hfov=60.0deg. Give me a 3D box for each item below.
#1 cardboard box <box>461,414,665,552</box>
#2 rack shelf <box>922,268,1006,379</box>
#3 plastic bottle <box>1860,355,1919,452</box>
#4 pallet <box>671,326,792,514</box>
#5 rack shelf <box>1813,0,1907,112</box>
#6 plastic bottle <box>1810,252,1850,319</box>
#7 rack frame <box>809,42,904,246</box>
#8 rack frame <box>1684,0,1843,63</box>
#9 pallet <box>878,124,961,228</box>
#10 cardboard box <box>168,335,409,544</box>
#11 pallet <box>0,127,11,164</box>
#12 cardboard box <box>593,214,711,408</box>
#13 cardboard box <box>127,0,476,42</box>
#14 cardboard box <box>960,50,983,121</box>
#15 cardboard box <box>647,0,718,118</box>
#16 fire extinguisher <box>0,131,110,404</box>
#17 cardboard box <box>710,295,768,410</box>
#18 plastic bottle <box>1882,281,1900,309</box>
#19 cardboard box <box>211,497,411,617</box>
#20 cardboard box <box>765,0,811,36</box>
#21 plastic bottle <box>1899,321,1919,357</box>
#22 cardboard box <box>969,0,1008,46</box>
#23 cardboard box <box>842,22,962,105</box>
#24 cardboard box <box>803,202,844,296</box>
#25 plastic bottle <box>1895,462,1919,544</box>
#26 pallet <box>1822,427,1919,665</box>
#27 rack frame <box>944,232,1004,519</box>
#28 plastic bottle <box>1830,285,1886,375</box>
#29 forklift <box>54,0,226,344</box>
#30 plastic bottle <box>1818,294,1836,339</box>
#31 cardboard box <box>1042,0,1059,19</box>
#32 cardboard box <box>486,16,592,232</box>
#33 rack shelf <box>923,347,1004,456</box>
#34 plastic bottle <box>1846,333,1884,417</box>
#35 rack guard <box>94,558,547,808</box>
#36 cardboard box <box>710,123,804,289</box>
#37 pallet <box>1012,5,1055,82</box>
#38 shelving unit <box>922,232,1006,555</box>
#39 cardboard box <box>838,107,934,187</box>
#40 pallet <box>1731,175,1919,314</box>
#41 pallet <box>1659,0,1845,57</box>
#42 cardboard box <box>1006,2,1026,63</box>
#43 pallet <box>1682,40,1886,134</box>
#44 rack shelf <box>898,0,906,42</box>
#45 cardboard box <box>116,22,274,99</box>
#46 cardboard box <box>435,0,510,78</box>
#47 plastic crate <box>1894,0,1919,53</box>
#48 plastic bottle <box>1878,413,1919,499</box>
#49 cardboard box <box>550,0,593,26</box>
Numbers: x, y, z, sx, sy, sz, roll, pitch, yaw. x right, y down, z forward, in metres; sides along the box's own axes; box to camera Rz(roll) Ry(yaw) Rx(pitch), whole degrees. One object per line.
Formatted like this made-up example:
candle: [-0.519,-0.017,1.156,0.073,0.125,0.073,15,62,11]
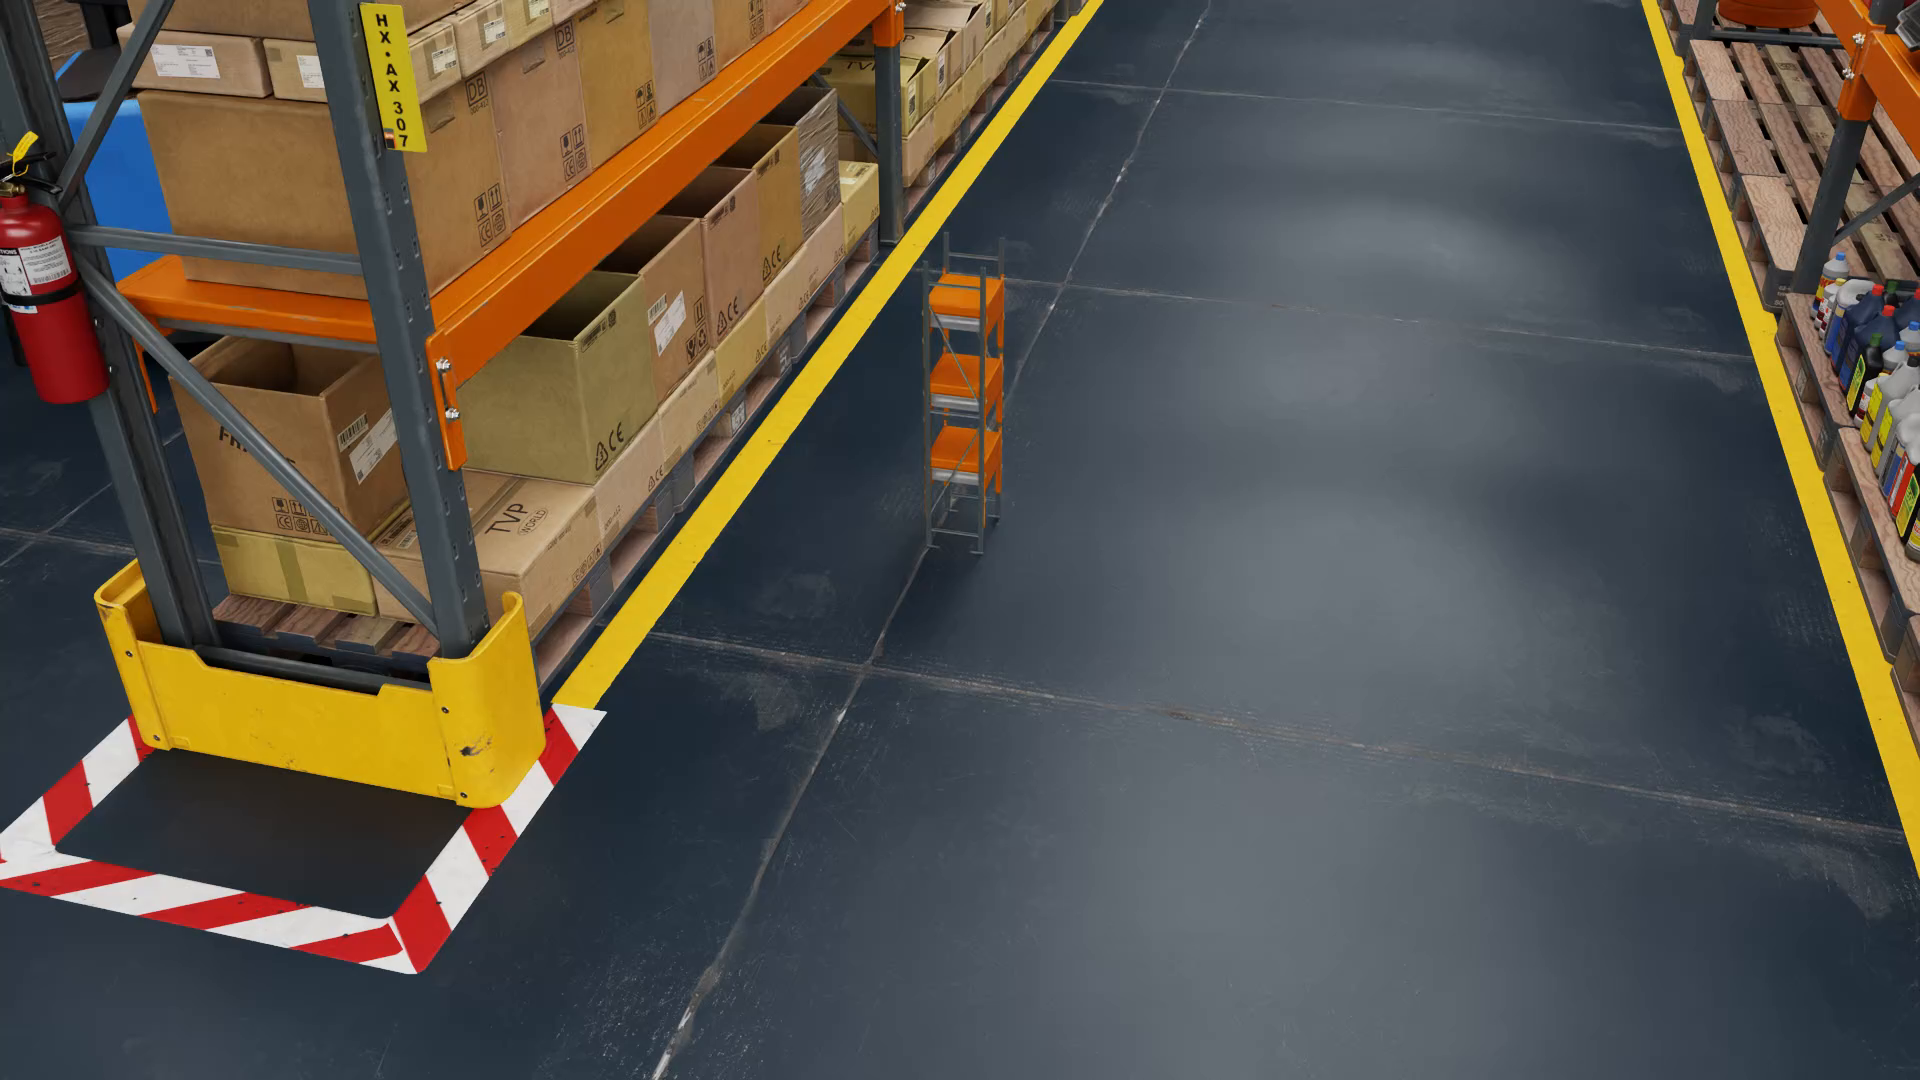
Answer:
cardboard box: [-1.312,-0.224,5.477,0.500,0.250,0.500,8,33,12]
rack shelf: [0.014,-0.701,5.365,0.215,0.259,0.240,8,33,12]
plastic bottle: [3.257,-0.485,5.776,0.144,0.351,0.185,8,33,12]
pallet: [-1.321,-0.556,6.427,1.003,0.211,1.213,8,33,12]
rack shelf: [4.527,-2.832,8.080,1.077,0.370,4.000,8,33,12]
plastic bottle: [3.514,-1.027,6.702,0.097,0.271,0.097,0,32,0]
rack frame: [-0.771,-2.775,7.318,1.000,3.000,0.127,8,33,12]
rack frame: [5.034,-4.174,9.520,1.000,3.000,0.127,8,33,12]
pallet: [-0.622,-1.985,8.676,1.003,0.211,1.213,8,33,12]
cardboard box: [-1.938,-0.351,4.979,0.500,0.500,0.500,8,33,12]
pallet: [-5.700,-1.917,8.569,1.003,0.211,1.213,8,33,12]
cardboard box: [-1.196,-0.801,5.687,0.500,0.500,0.500,8,33,12]
cardboard box: [-1.642,-1.557,4.100,0.700,0.500,0.500,8,33,13]
cardboard box: [-0.169,-2.501,9.060,0.500,0.250,0.500,7,33,11]
cardboard box: [-1.265,-1.785,5.669,0.700,0.500,0.500,9,34,14]
fire extinguisher: [-2.266,-0.668,4.077,0.296,0.674,0.183,8,33,12]
cardboard box: [-1.053,-0.742,6.293,0.500,0.250,0.500,8,33,12]
plastic bottle: [3.562,-0.846,6.407,0.061,0.283,0.133,8,33,12]
cardboard box: [-1.936,-0.034,5.179,0.500,0.250,0.500,8,33,12]
cardboard box: [-1.005,-2.311,6.496,0.700,0.500,0.500,8,33,12]
plastic bottle: [3.493,-0.678,6.154,0.097,0.271,0.097,0,32,0]
cardboard box: [-0.036,-3.007,9.332,0.500,0.311,0.500,9,34,14]
cardboard box: [-0.293,-2.468,8.484,0.500,0.311,0.500,8,33,12]
cardboard box: [-0.814,-1.263,7.112,0.500,0.250,0.500,8,33,12]
plastic bottle: [3.058,-0.138,5.292,0.061,0.283,0.133,9,33,14]
pallet: [3.501,0.056,5.464,1.003,0.211,1.213,8,33,12]
rack frame: [0.045,-0.534,5.612,0.200,1.050,0.008,8,33,12]
plastic bottle: [3.413,-0.804,6.277,0.144,0.351,0.185,9,34,14]
forklift: [-3.360,-2.805,7.430,1.130,2.935,3.031,-6,33,-9]
plastic bottle: [3.463,-0.892,6.555,0.097,0.201,0.097,0,32,0]
cardboard box: [0.346,-3.561,10.727,0.500,0.250,0.500,9,33,14]
cardboard box: [-1.527,-1.255,4.835,0.700,0.500,0.500,9,34,14]
rack shelf: [0.014,-0.462,5.518,0.215,0.259,0.240,8,33,12]
plastic bottle: [3.283,-0.597,6.015,0.061,0.283,0.133,9,34,15]
rack guard: [-1.792,0.369,4.704,1.175,0.500,0.348,8,33,12]
cardboard box: [-0.939,-1.320,6.502,0.500,0.500,0.500,8,33,12]
pallet: [-0.003,-3.252,10.668,1.003,0.211,1.213,8,33,12]
shelving unit: [0.014,-0.471,5.512,0.215,1.050,0.252,8,33,12]
cardboard box: [-0.429,-1.967,8.220,0.500,0.250,0.500,7,33,11]
pallet: [4.181,-1.334,7.652,1.003,0.211,1.213,8,33,12]
pallet: [5.194,-3.412,10.920,1.003,0.211,1.213,8,33,12]
cardboard box: [0.088,-3.032,9.896,0.500,0.250,0.500,9,33,13]
pallet: [4.800,-2.600,9.644,1.003,0.211,1.213,8,33,12]
rack shelf: [-0.264,-3.509,9.144,1.077,0.370,4.000,8,33,12]
cardboard box: [-1.874,-1.239,4.205,0.380,0.149,0.250,7,33,12]
cardboard box: [-1.414,-1.326,4.343,0.380,0.149,0.250,7,33,11]
plastic crate: [3.763,-1.818,5.871,0.767,0.338,0.504,8,33,12]
plastic bottle: [3.172,-0.271,5.508,0.152,0.276,0.135,7,33,11]
cardboard box: [-1.283,-1.586,4.752,0.380,0.149,0.250,8,33,12]
